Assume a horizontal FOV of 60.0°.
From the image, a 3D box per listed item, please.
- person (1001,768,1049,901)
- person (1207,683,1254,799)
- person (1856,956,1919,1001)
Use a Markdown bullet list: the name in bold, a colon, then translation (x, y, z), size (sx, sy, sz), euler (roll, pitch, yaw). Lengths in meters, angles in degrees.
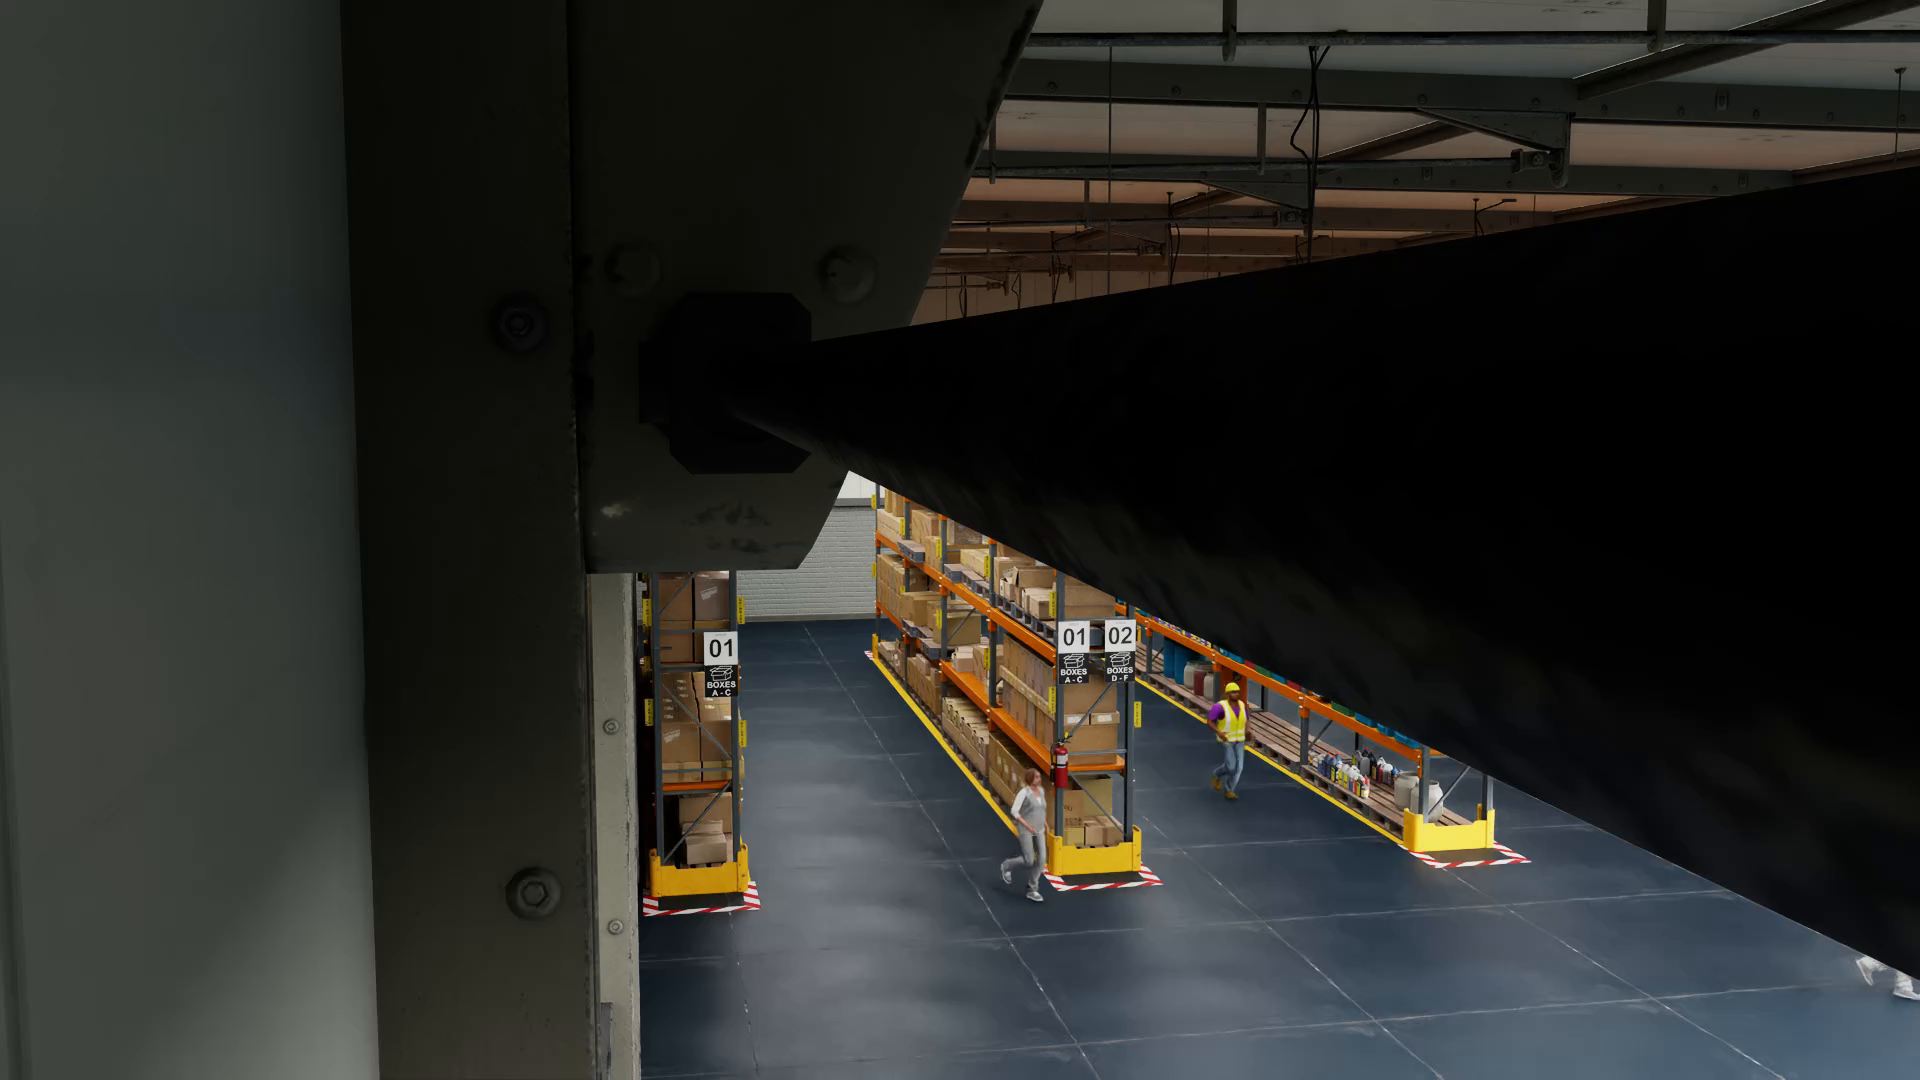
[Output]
- **person**: translation (0.852, 3.509, 20.029), size (0.567, 1.541, 0.699), euler (-5, 8, -39)
- **person**: translation (3.998, 2.955, 24.562), size (0.682, 1.725, 0.573), euler (-2, 6, -23)
- **person**: translation (9.383, 3.820, 16.732), size (0.697, 1.645, 0.608), euler (1, 6, 12)
